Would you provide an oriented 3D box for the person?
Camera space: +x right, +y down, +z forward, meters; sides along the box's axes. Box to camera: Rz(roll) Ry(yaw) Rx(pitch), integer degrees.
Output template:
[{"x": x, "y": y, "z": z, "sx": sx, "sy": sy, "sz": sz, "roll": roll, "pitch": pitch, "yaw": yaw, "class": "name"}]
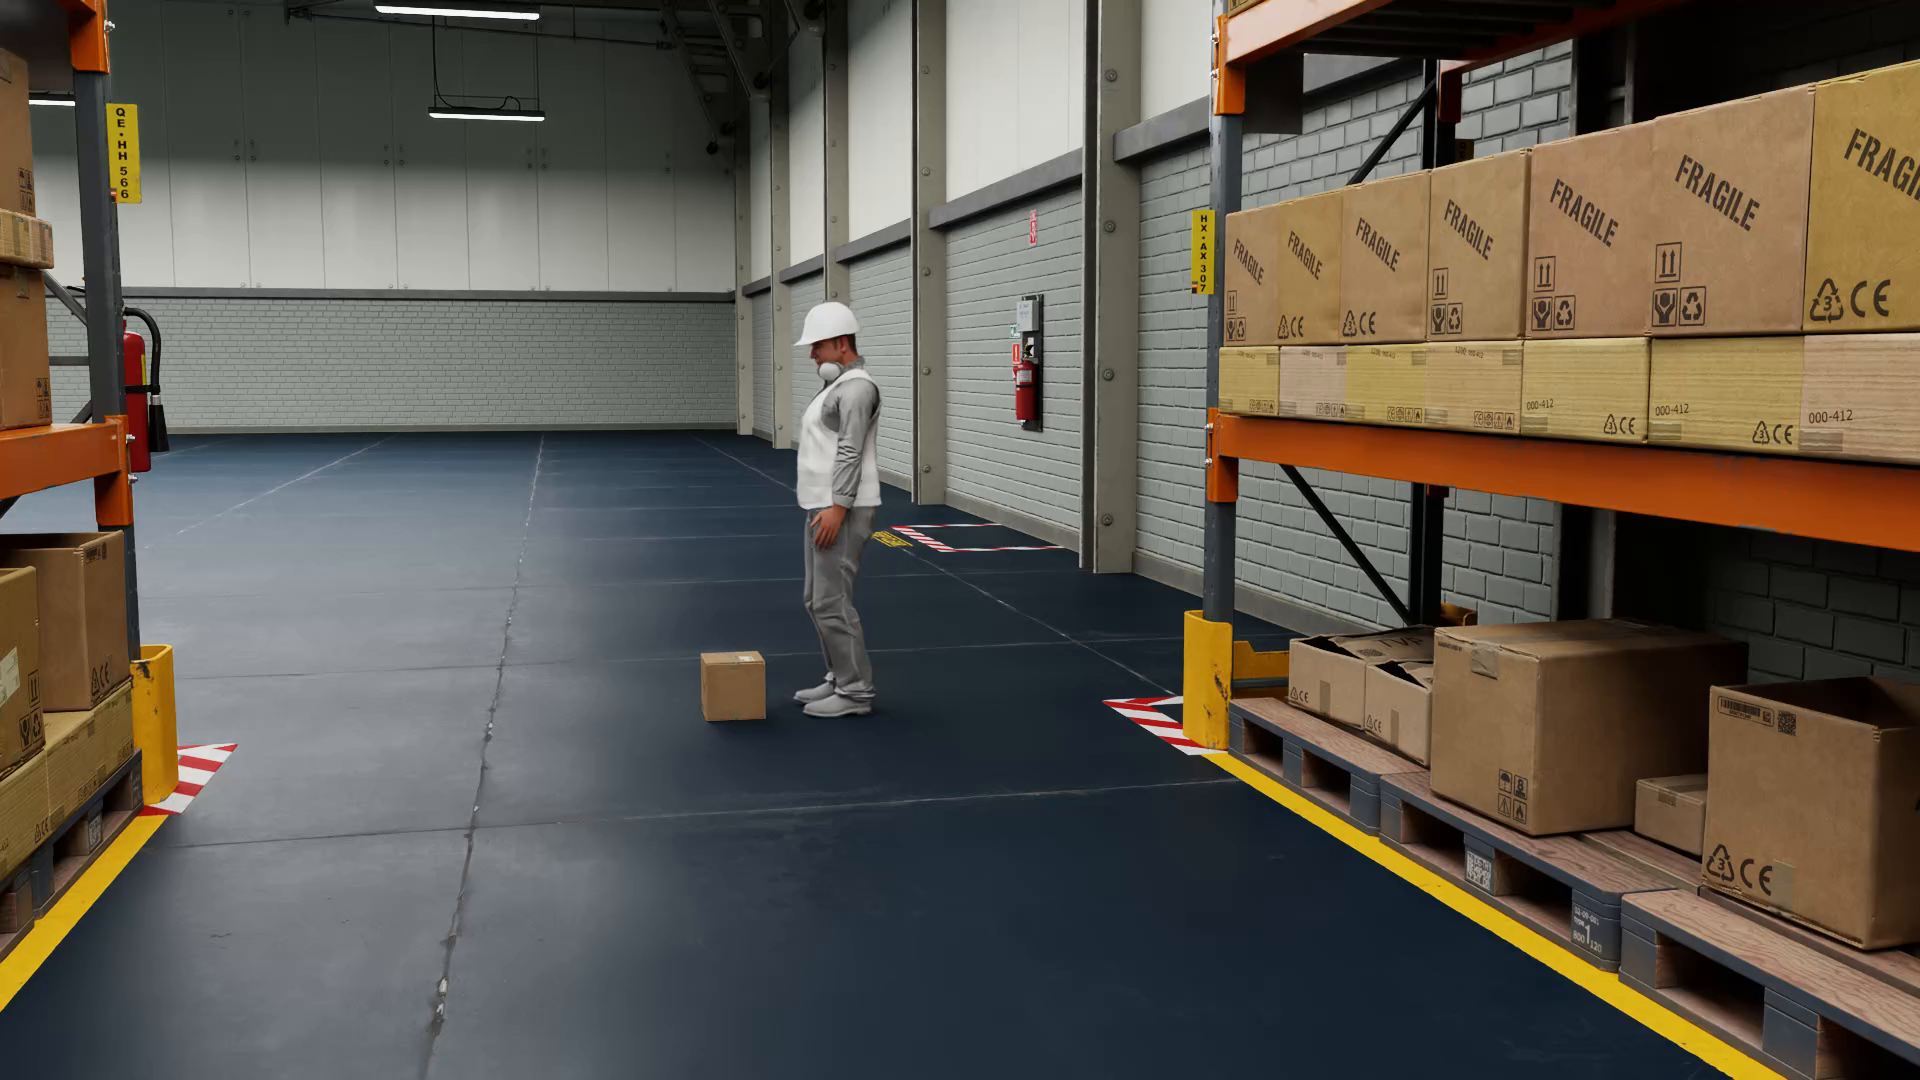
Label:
[{"x": -0.526, "y": -0.133, "z": 7.138, "sx": 0.360, "sy": 1.762, "sz": 0.535, "roll": -1, "pitch": 6, "yaw": -13, "class": "person"}]
